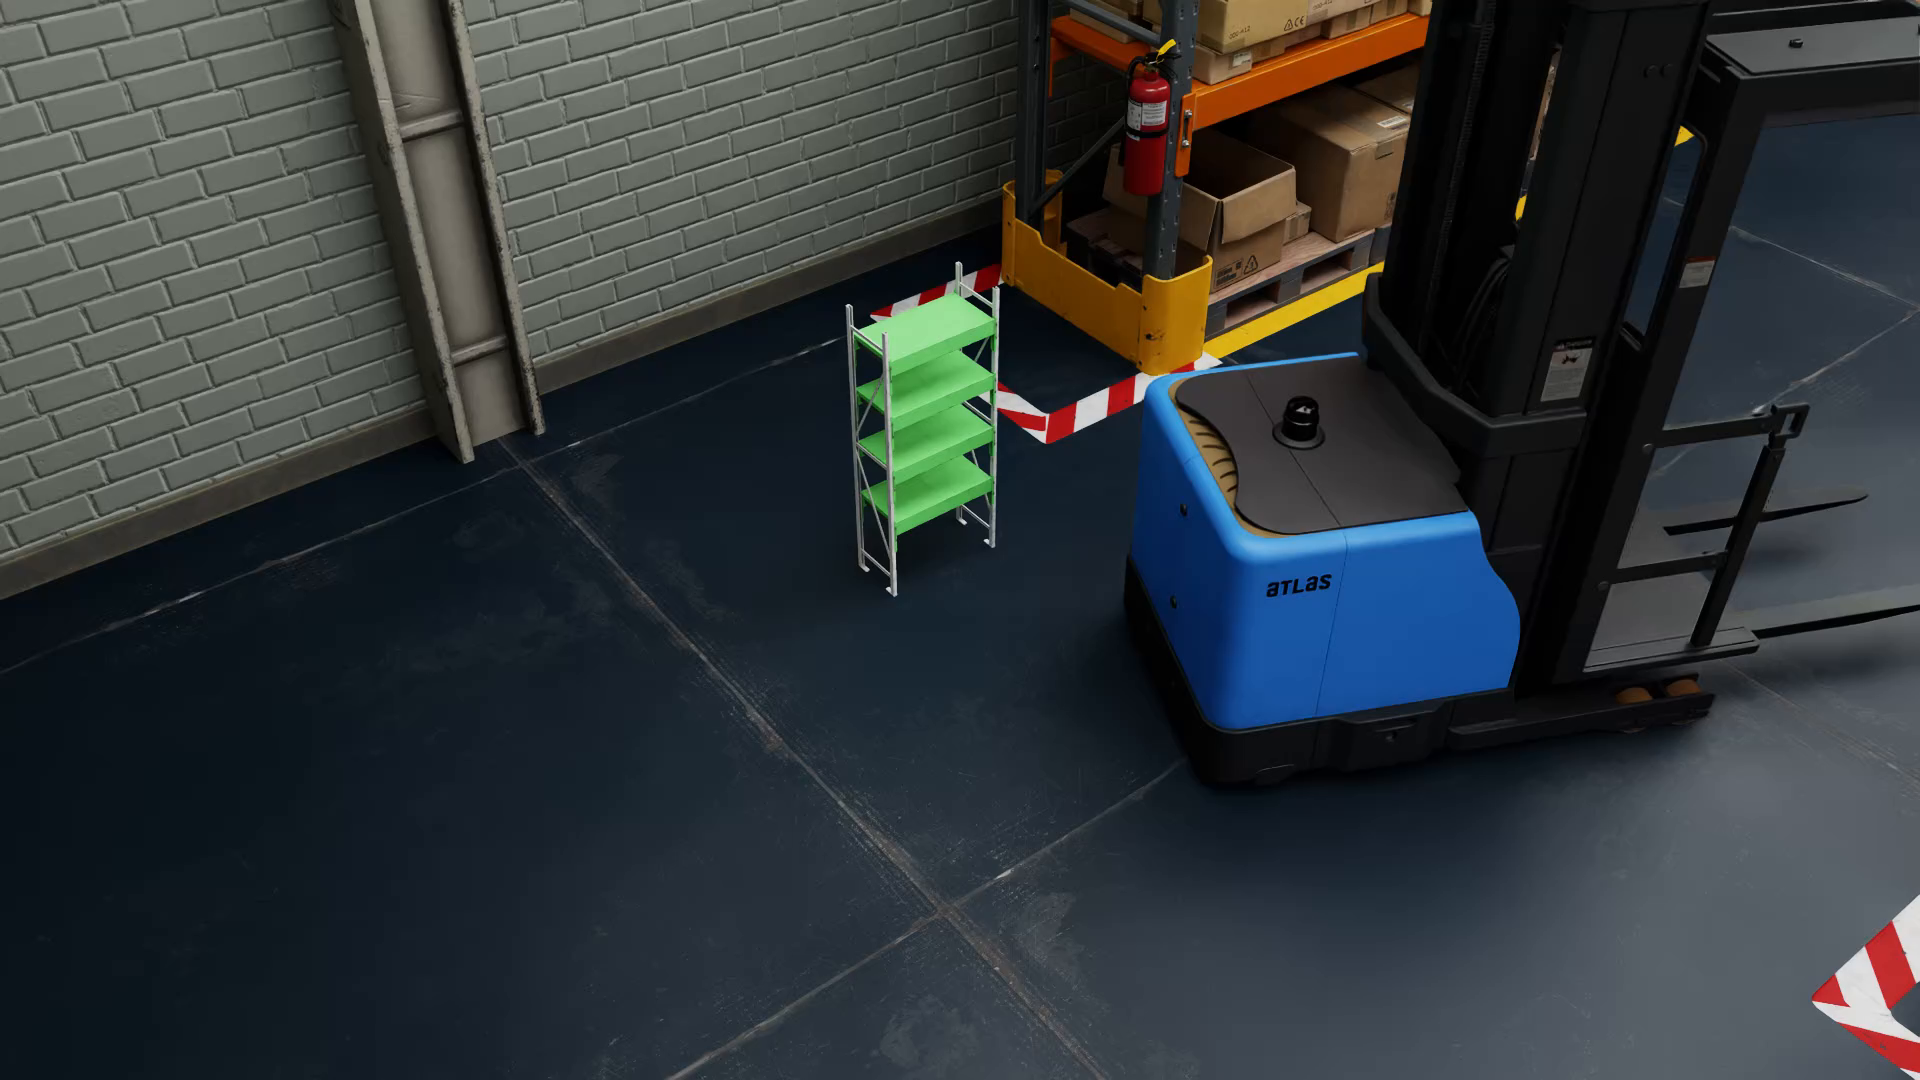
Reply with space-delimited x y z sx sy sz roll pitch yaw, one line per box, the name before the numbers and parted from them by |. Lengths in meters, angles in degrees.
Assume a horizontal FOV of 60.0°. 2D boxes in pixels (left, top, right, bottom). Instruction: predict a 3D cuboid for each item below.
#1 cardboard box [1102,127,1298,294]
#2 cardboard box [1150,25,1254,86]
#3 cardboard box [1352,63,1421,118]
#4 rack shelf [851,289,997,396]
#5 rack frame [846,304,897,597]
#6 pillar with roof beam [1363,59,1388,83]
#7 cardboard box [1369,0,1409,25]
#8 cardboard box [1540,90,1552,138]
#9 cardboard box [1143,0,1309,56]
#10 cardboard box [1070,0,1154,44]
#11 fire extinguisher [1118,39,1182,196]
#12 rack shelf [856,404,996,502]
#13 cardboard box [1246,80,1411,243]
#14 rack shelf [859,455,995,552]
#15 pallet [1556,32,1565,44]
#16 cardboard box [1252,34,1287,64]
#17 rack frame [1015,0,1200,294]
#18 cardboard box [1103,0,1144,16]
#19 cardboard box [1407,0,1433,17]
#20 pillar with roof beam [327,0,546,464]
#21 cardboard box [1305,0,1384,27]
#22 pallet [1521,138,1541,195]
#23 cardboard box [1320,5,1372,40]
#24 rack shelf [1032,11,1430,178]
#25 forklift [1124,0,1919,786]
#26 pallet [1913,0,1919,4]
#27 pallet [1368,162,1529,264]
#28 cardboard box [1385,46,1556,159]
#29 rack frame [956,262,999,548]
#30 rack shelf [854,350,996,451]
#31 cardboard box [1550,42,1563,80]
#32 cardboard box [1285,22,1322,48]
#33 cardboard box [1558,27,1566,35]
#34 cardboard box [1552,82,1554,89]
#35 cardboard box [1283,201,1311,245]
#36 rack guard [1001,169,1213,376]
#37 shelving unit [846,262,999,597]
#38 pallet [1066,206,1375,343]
cardboard box | 1.156 -1.615 7.990 0.637 0.503 0.797 -28 47 -30
cardboard box | 1.041 -2.121 7.168 0.250 0.149 0.380 -26 46 -28
cardboard box | 2.338 -2.078 8.558 0.500 0.500 0.500 -25 46 -27
rack shelf | -0.131 -0.722 6.028 0.480 0.148 0.258 -26 46 -28
rack frame | -0.325 -0.306 6.176 0.015 1.200 0.240 -26 46 -28
pillar with roof beam | 5.307 -4.113 4.669 0.400 9.000 9.100 -26 46 -28
cardboard box | 1.847 -2.534 7.671 0.250 0.149 0.380 -25 46 -27
cardboard box | 3.239 -2.379 9.109 0.258 0.266 0.396 -24 45 -27
cardboard box | 1.138 -2.326 7.103 0.500 0.250 0.500 -26 46 -28
cardboard box | 0.713 -2.395 7.502 0.250 0.149 0.380 -27 46 -29
fire extinguisher | 0.779 -1.765 6.892 0.183 0.674 0.296 -26 46 -28
rack shelf | -0.131 -0.350 6.332 0.480 0.148 0.258 -26 46 -28
cardboard box | 1.858 -1.924 8.370 0.500 0.500 0.700 -24 45 -26
rack shelf | -0.131 -0.165 6.484 0.480 0.148 0.258 -26 46 -28
pallet | 4.407 -3.030 10.277 1.213 0.211 1.003 -26 46 -28
cardboard box | 1.215 -2.242 7.316 0.250 0.149 0.380 -25 45 -27
rack frame | 0.614 -2.229 7.102 0.127 3.000 1.000 -26 46 -28
cardboard box | 0.817 -2.597 7.434 0.500 0.250 0.500 -25 45 -27
cardboard box | 2.093 -2.593 7.744 0.250 0.149 0.380 -27 47 -29
pillar with roof beam | 0.550 -1.794 1.842 0.400 9.000 9.100 -26 46 -28
cardboard box | 1.537 -2.520 7.341 0.500 0.250 0.500 -25 46 -28
pallet | 3.240 -2.431 9.548 1.213 0.211 1.003 -26 46 -28
cardboard box | 1.640 -2.428 7.543 0.250 0.149 0.380 -25 45 -27
rack shelf | 2.199 -2.723 8.272 4.000 0.370 1.077 -26 46 -28
forklift | 2.196 -0.769 5.376 3.031 2.935 1.130 -8 40 -9
pallet | 6.342 -3.973 11.426 1.213 0.211 1.003 -26 46 -28
pallet | 2.272 -1.957 8.970 1.213 0.211 1.003 -26 46 -28
cardboard box | 2.681 -2.325 8.859 0.500 0.500 0.700 -28 47 -30
rack frame | 0.062 -0.494 6.406 0.015 1.200 0.240 -26 46 -28
rack shelf | -0.131 -0.536 6.180 0.480 0.148 0.258 -26 46 -28
cardboard box | 3.117 -2.761 9.539 0.500 0.311 0.500 -24 45 -27
cardboard box | 1.402 -2.361 7.461 0.250 0.149 0.380 -27 46 -29
cardboard box | 3.994 -3.309 10.058 0.500 0.500 0.500 -26 46 -28
cardboard box | 3.522 -2.472 9.315 0.250 0.149 0.380 -27 47 -29
cardboard box | 1.517 -1.622 8.279 0.250 0.149 0.380 -28 47 -30
rack guard | 0.674 -1.292 7.930 0.348 0.500 1.175 -26 46 -28
shelving unit | -0.131 -0.400 6.291 0.503 1.200 0.258 -26 46 -28
pallet | 1.305 -1.488 8.398 1.213 0.211 1.003 -26 46 -28
